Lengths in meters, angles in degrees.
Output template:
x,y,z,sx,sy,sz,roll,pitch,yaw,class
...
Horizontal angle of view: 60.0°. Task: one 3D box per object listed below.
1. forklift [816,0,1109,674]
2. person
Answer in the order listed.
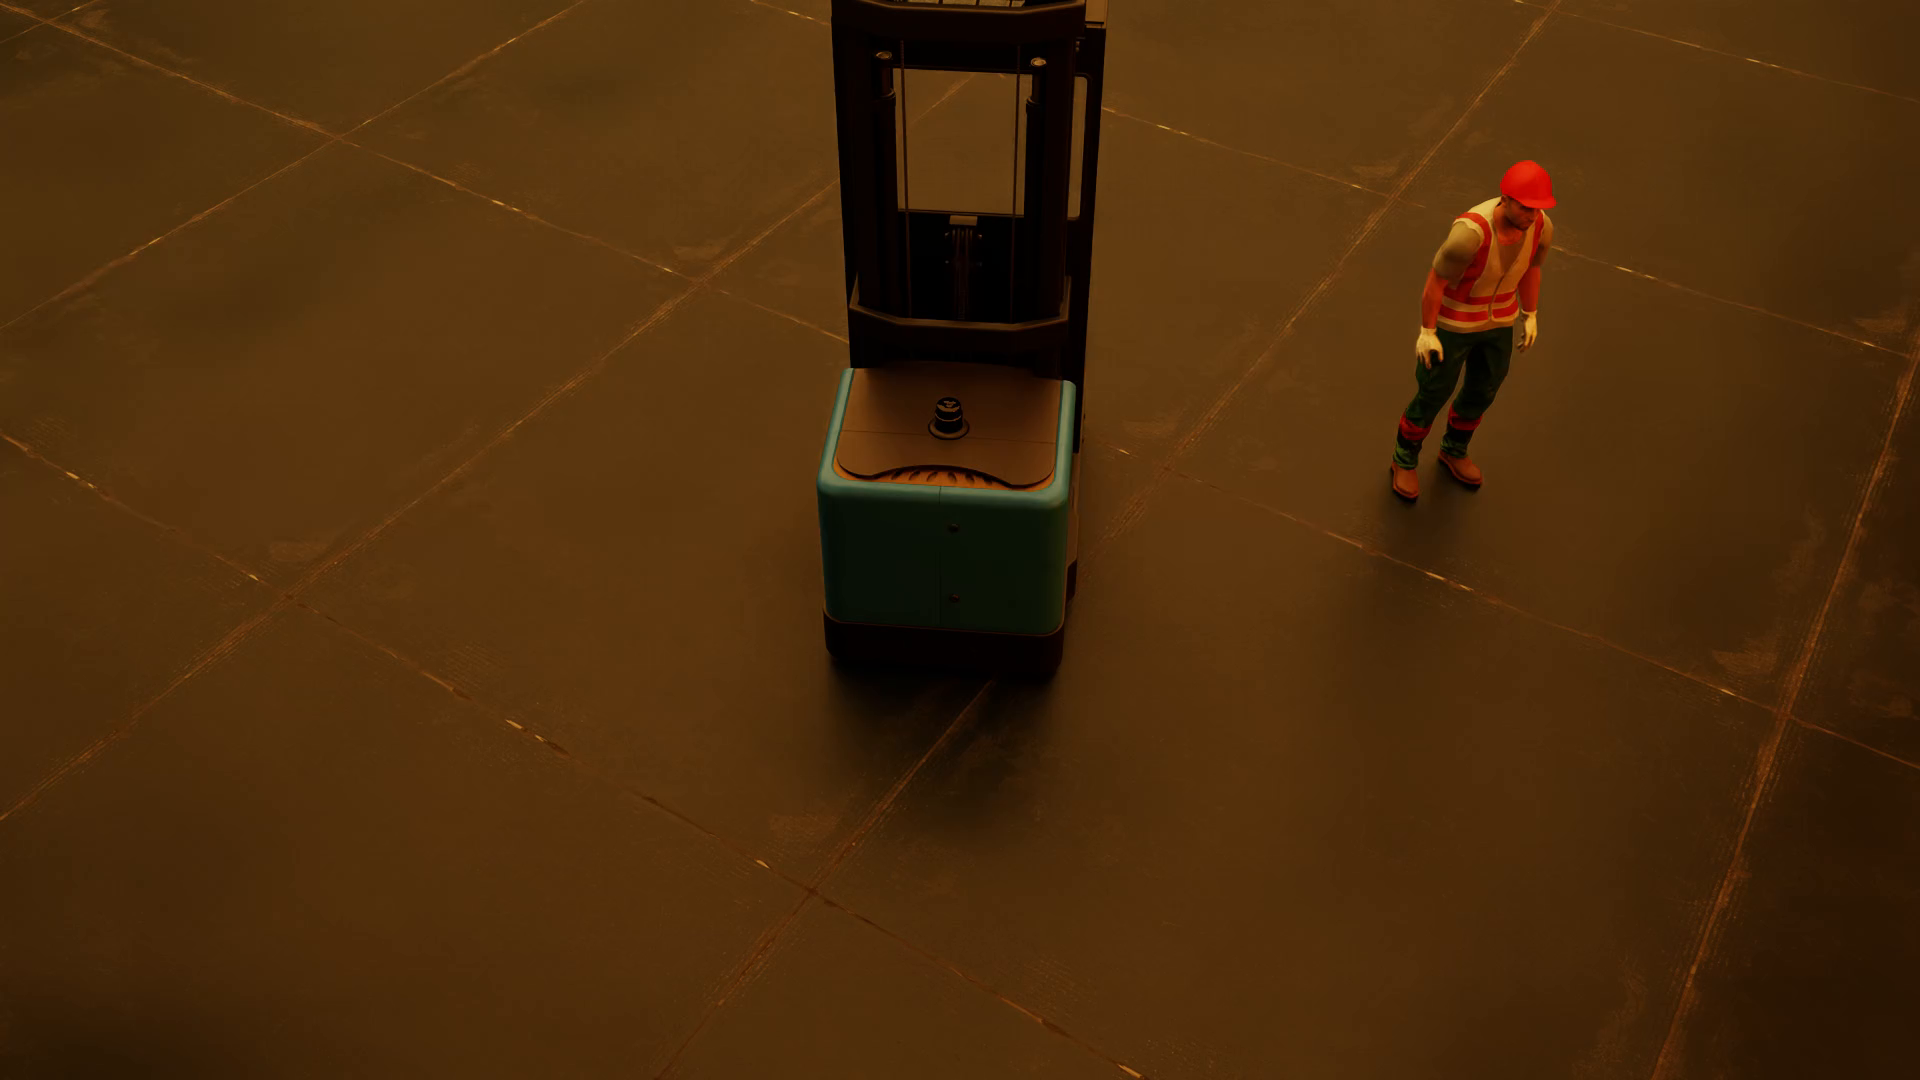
x,y,z,sx,sy,sz,roll,pitch,yaw,class
0.059,-1.491,7.421,1.130,2.935,3.031,4,44,4,forklift
2.403,-0.987,7.728,0.623,1.780,0.450,-11,44,-11,person
